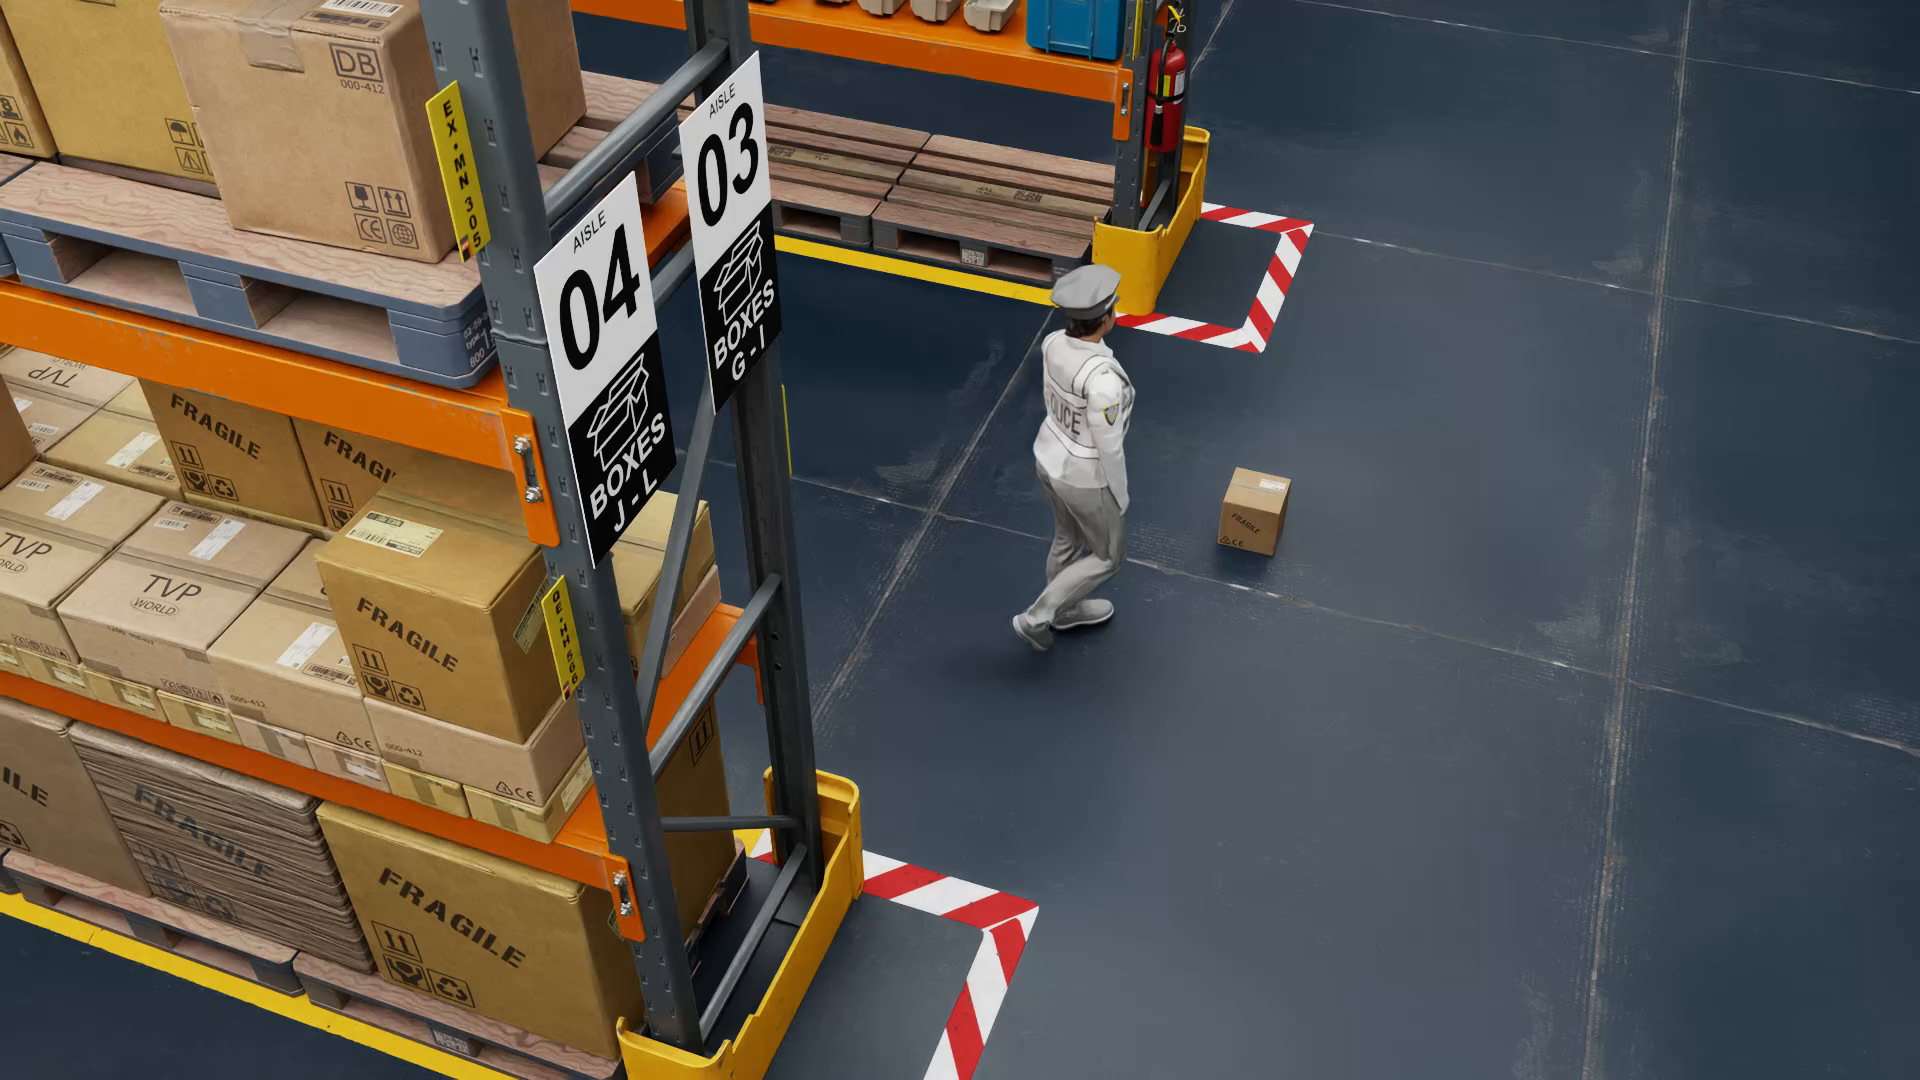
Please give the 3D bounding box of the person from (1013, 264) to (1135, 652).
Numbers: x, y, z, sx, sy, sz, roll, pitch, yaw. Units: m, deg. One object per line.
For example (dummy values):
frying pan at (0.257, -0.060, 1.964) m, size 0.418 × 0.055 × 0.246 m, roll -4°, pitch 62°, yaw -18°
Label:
person at (0.402, -0.256, 6.416) m, size 0.527 × 1.664 × 0.510 m, roll -16°, pitch 44°, yaw -17°
